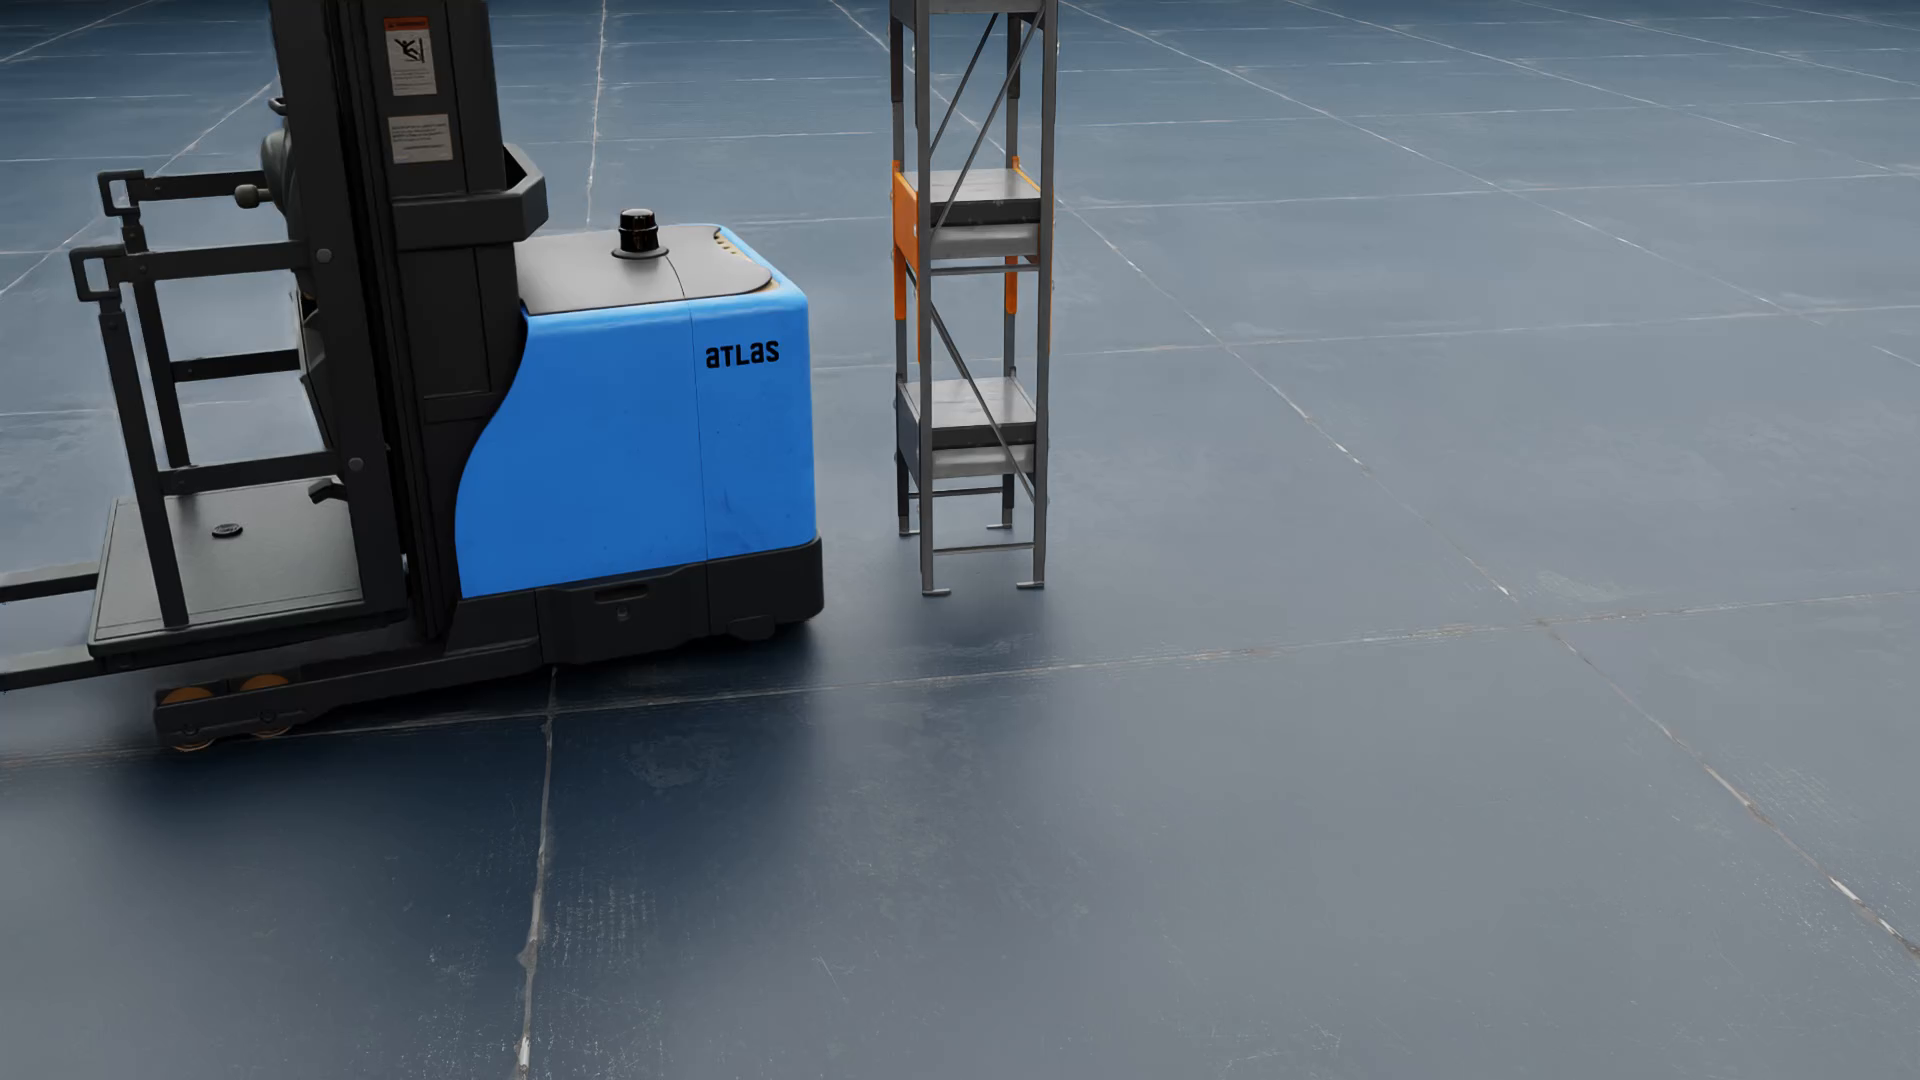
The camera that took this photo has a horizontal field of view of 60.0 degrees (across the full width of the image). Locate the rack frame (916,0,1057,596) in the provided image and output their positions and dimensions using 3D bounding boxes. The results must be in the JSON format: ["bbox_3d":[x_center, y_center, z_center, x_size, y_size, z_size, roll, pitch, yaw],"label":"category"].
[{"bbox_3d":[0.076,-0.801,4.961,0.400,2.100,0.015,-4,24,-10],"label":"rack frame"}]

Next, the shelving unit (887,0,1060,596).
[{"bbox_3d":[0.031,-0.897,5.181,0.431,2.100,0.503,-4,24,-10],"label":"shelving unit"}]

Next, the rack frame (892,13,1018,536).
[{"bbox_3d":[-0.015,-0.993,5.400,0.400,2.100,0.015,-4,24,-10],"label":"rack frame"}]

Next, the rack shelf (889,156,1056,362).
[{"bbox_3d":[0.031,-0.885,5.186,0.431,0.518,0.480,-4,24,-10],"label":"rack shelf"}]

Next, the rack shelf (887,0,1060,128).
[{"bbox_3d":[0.031,-1.526,4.906,0.431,0.518,0.480,-4,24,-10],"label":"rack shelf"}]

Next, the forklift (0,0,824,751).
[{"bbox_3d":[-1.987,-1.017,4.417,3.031,2.935,1.130,-9,25,-20],"label":"forklift"}]

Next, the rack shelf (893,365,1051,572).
[{"bbox_3d":[0.031,-0.243,5.466,0.431,0.518,0.480,-4,24,-10],"label":"rack shelf"}]
